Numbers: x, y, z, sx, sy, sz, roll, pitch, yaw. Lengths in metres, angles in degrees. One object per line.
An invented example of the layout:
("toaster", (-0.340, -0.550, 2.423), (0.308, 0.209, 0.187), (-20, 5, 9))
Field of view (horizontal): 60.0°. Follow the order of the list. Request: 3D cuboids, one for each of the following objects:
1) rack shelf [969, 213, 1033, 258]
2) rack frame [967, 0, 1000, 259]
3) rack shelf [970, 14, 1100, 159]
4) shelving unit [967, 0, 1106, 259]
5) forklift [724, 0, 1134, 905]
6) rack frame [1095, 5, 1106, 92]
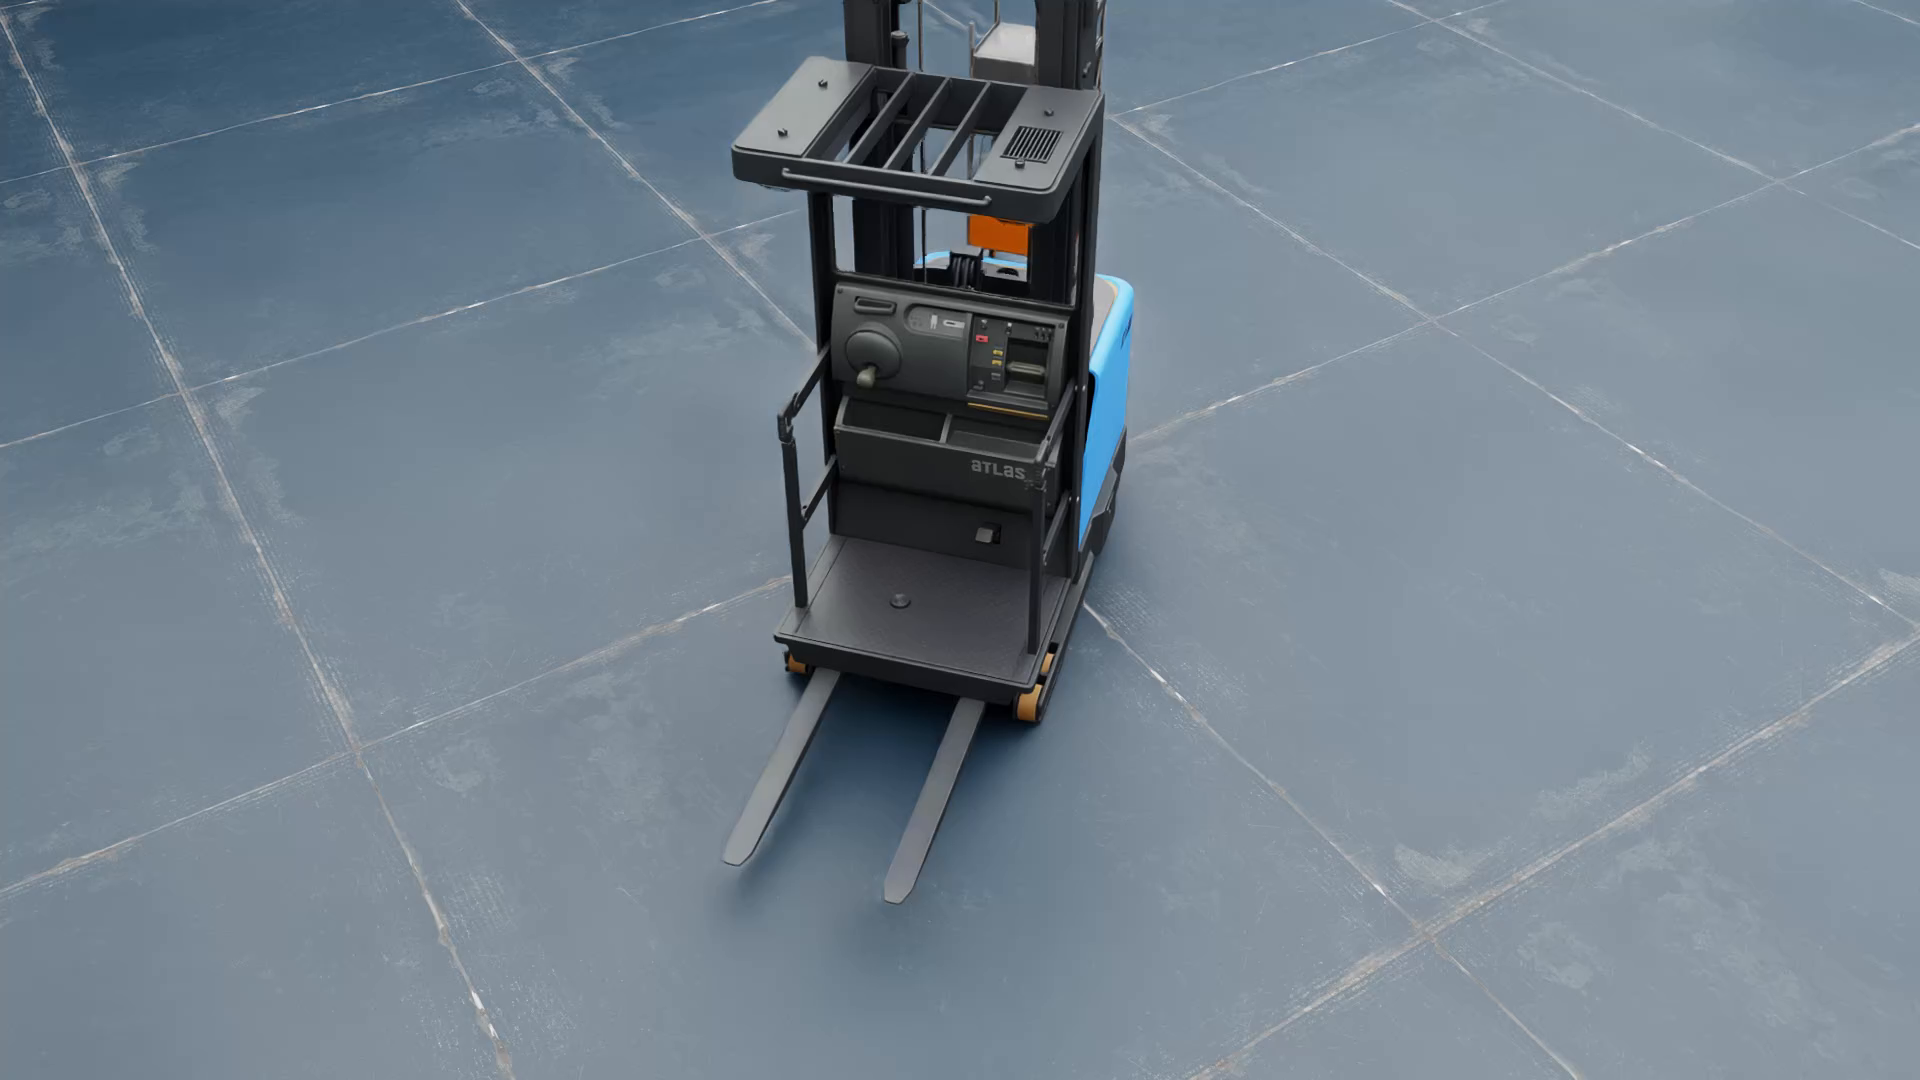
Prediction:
("rack shelf", (0.334, -1.444, 7.857), (0.480, 0.518, 0.431), (12, 40, 14))
("rack frame", (0.102, -1.503, 7.906), (0.015, 2.100, 0.400), (12, 40, 14))
("rack shelf", (0.338, -1.991, 7.419), (0.480, 0.518, 0.431), (12, 40, 14))
("shelving unit", (0.334, -1.455, 7.848), (0.503, 2.100, 0.431), (12, 40, 14))
("forklift", (-0.106, -0.661, 6.253), (1.130, 2.935, 3.031), (11, 41, 12))
("rack frame", (0.566, -1.406, 7.790), (0.015, 2.100, 0.400), (12, 40, 14))
